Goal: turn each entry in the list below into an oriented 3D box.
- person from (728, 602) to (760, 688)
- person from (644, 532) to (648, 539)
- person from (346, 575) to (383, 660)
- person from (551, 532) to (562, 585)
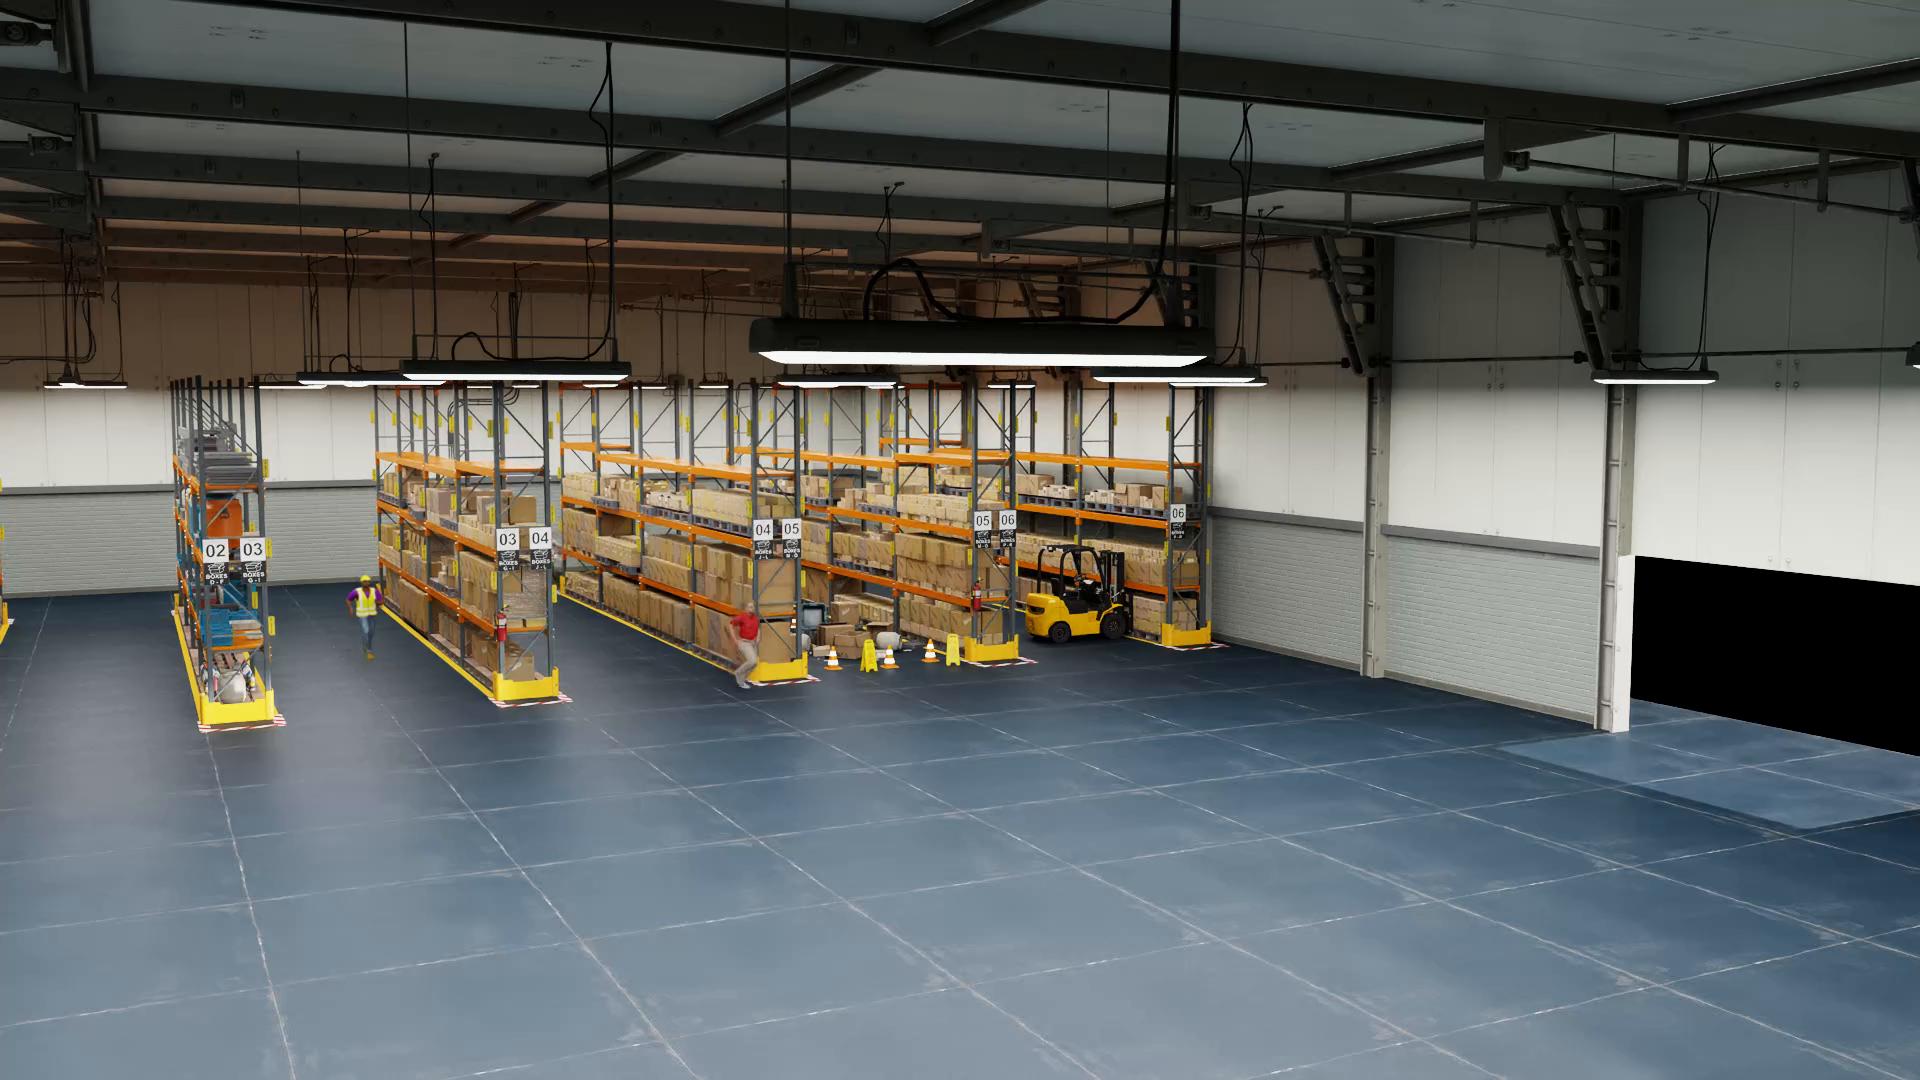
[{"bbox_3d":[-4.081,2.035,32.120,0.556,1.677,0.679,3,6,31],"label":"person"},{"bbox_3d":[-9.033,0.630,47.485,0.708,1.742,0.618,-3,6,-27],"label":"person"},{"bbox_3d":[-12.748,1.634,35.745,0.694,1.767,0.969,-4,7,-40],"label":"person"},{"bbox_3d":[-11.945,0.574,48.366,0.817,1.769,0.781,-4,6,-38],"label":"person"}]
